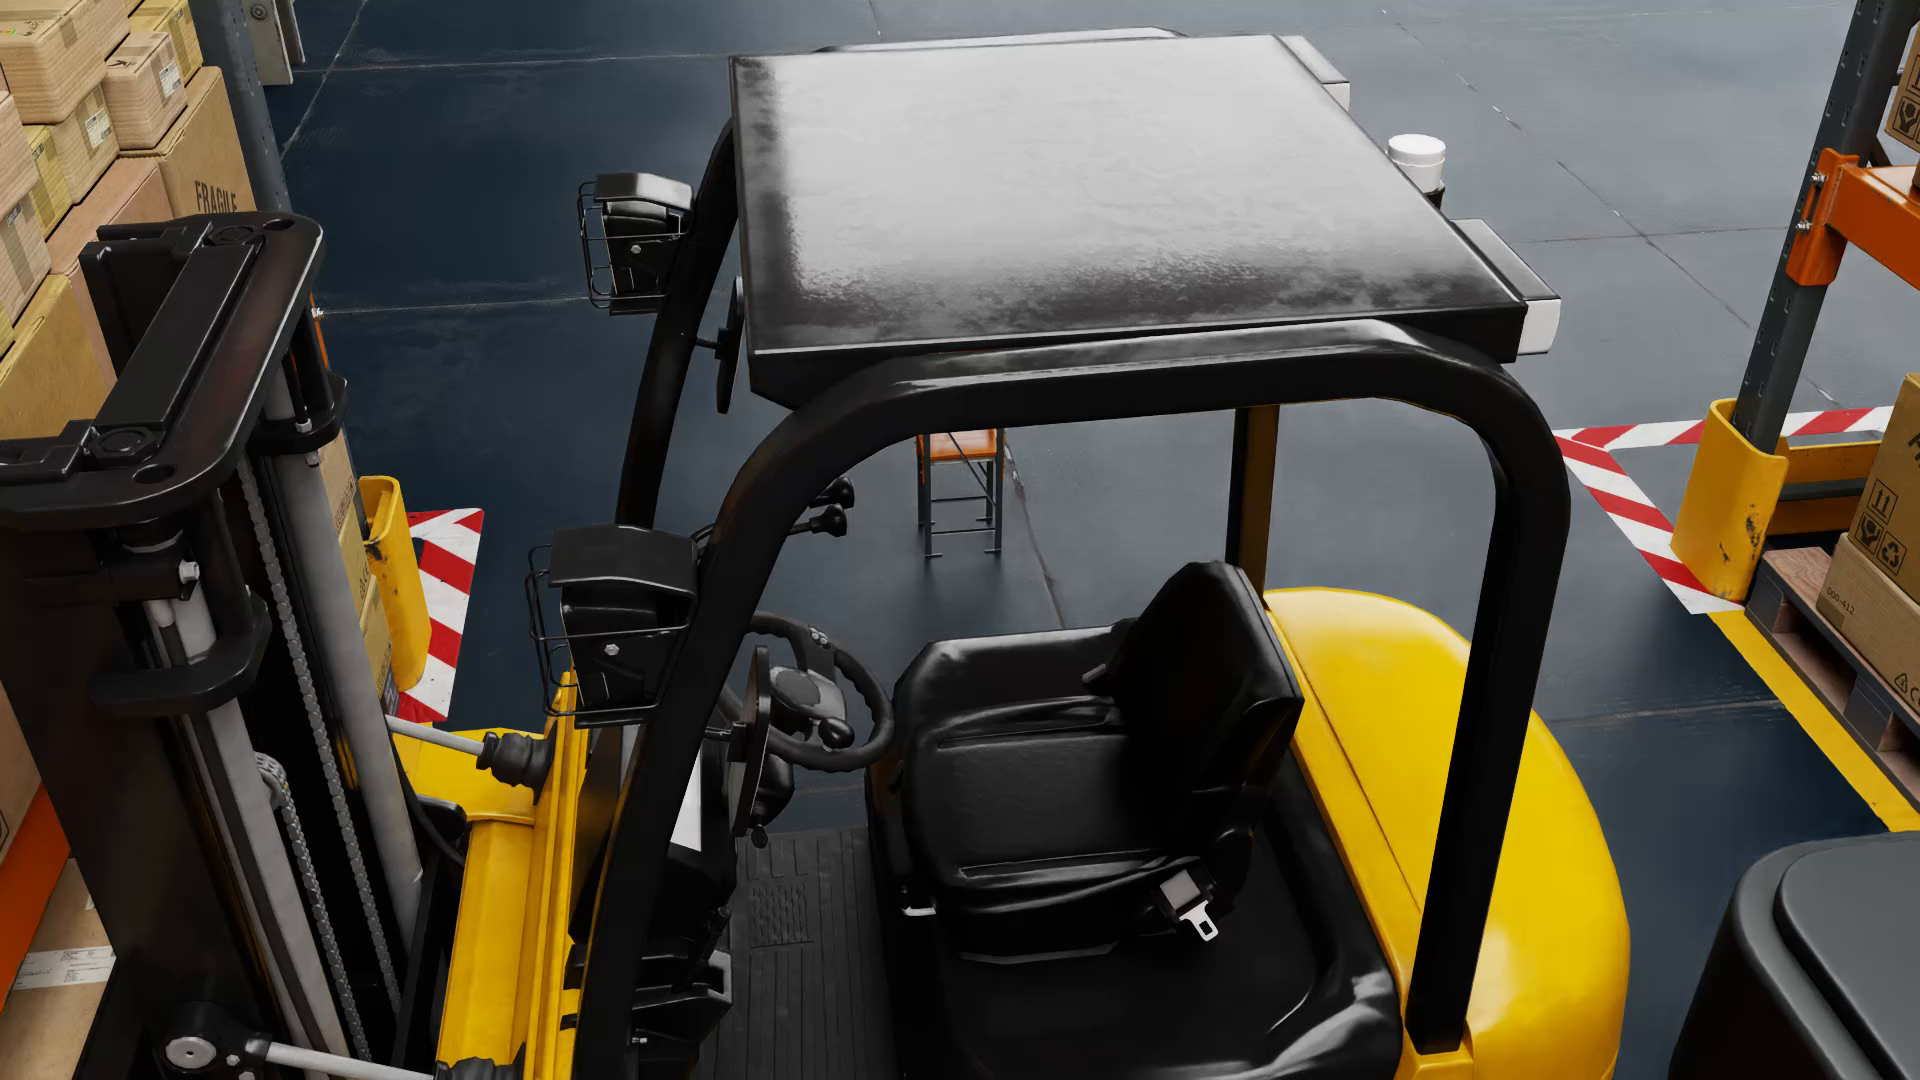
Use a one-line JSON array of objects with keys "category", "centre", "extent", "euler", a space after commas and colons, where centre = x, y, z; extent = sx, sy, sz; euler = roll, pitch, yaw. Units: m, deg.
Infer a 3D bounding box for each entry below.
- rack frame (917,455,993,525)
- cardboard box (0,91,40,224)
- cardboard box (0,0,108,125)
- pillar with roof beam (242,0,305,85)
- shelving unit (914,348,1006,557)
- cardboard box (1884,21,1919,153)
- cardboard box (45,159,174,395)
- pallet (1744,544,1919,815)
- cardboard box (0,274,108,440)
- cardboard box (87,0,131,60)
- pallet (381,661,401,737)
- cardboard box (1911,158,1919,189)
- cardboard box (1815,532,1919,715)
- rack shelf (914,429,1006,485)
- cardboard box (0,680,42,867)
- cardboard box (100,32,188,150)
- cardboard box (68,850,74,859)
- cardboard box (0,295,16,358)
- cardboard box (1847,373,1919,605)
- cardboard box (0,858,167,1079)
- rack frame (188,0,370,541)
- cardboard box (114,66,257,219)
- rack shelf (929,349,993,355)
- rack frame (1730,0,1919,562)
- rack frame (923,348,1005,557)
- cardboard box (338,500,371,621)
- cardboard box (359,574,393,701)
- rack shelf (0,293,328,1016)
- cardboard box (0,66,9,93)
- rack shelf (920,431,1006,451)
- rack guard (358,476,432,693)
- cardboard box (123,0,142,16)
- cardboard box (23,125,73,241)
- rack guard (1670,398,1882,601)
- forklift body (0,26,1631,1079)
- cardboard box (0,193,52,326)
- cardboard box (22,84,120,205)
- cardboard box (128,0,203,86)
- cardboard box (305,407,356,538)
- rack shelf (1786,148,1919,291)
[{"category": "rack frame", "centre": [-0.014, -0.555, 4.999], "extent": [0.240, 1.200, 0.006], "euler": [-4, 35, -6]}, {"category": "cardboard box", "centre": [-1.618, -0.544, 2.455], "extent": [0.380, 0.149, 0.250], "euler": [-4, 34, -5]}, {"category": "cardboard box", "centre": [-1.723, -0.825, 2.868], "extent": [0.380, 0.149, 0.250], "euler": [-4, 34, -5]}, {"category": "pillar with roof beam", "centre": [0.553, -6.552, 6.874], "extent": [9.100, 9.000, 0.400], "euler": [-4, 35, -6]}, {"category": "shelving unit", "centre": [-0.002, -0.504, 4.924], "extent": [0.258, 1.200, 0.189], "euler": [-4, 35, -6]}, {"category": "cardboard box", "centre": [2.601, -1.113, 3.866], "extent": [0.500, 0.500, 0.500], "euler": [-5, 35, -7]}, {"category": "cardboard box", "centre": [-1.719, -0.352, 3.015], "extent": [0.500, 0.500, 0.500], "euler": [-3, 34, -5]}, {"category": "pallet", "centre": [2.896, 0.417, 4.451], "extent": [1.003, 0.211, 1.213], "euler": [-4, 35, -6]}, {"category": "cardboard box", "centre": [-1.650, -0.066, 2.595], "extent": [0.500, 0.500, 0.500], "euler": [-5, 35, -7]}, {"category": "cardboard box", "centre": [-1.785, -0.969, 3.079], "extent": [0.380, 0.149, 0.250], "euler": [-4, 35, -6]}, {"category": "pallet", "centre": [-1.962, 0.720, 4.006], "extent": [1.003, 0.211, 1.213], "euler": [-4, 35, -6]}, {"category": "cardboard box", "centre": [2.653, -0.925, 4.167], "extent": [0.380, 0.149, 0.250], "euler": [-4, 35, -6]}, {"category": "cardboard box", "centre": [2.646, 0.200, 4.362], "extent": [0.500, 0.250, 0.500], "euler": [-5, 35, -7]}, {"category": "rack shelf", "centre": [-0.002, -0.269, 5.084], "extent": [0.258, 0.103, 0.180], "euler": [-4, 35, -6]}, {"category": "cardboard box", "centre": [-1.571, 0.213, 2.185], "extent": [0.500, 0.500, 0.500], "euler": [-4, 34, -6]}, {"category": "cardboard box", "centre": [-1.718, -0.853, 3.173], "extent": [0.380, 0.149, 0.250], "euler": [-4, 34, -6]}, {"category": "cardboard box", "centre": [-1.583, 0.492, 3.045], "extent": [0.500, 0.250, 0.500], "euler": [-4, 34, -6]}, {"category": "cardboard box", "centre": [-1.585, -0.279, 2.331], "extent": [0.380, 0.149, 0.250], "euler": [-4, 34, -6]}, {"category": "cardboard box", "centre": [2.650, -0.097, 4.131], "extent": [0.500, 0.500, 0.500], "euler": [-5, 35, -8]}, {"category": "cardboard box", "centre": [-1.522, 0.776, 2.629], "extent": [0.500, 0.250, 0.500], "euler": [-5, 35, -7]}, {"category": "rack frame", "centre": [-2.106, -0.856, 3.842], "extent": [1.000, 3.000, 0.127], "euler": [-4, 35, -6]}, {"category": "cardboard box", "centre": [-1.780, -0.643, 3.440], "extent": [0.500, 0.500, 0.500], "euler": [-5, 35, -7]}, {"category": "rack shelf", "centre": [-0.002, -0.566, 4.881], "extent": [0.258, 0.103, 0.180], "euler": [-4, 35, -6]}, {"category": "rack frame", "centre": [2.812, -1.234, 4.397], "extent": [1.000, 3.000, 0.127], "euler": [-4, 35, -6]}, {"category": "rack frame", "centre": [0.010, -0.453, 4.849], "extent": [0.240, 1.200, 0.006], "euler": [-4, 35, -6]}, {"category": "cardboard box", "centre": [-1.731, 0.148, 3.994], "extent": [0.500, 0.250, 0.500], "euler": [-5, 35, -7]}, {"category": "cardboard box", "centre": [-1.730, 0.345, 4.149], "extent": [0.500, 0.250, 0.500], "euler": [-4, 34, -6]}, {"category": "rack shelf", "centre": [-1.837, 0.557, 2.407], "extent": [1.077, 0.370, 4.000], "euler": [-4, 35, -6]}, {"category": "cardboard box", "centre": [-1.763, -0.681, 2.656], "extent": [0.380, 0.149, 0.250], "euler": [-4, 34, -6]}, {"category": "rack shelf", "centre": [-0.002, -0.368, 5.017], "extent": [0.258, 0.103, 0.180], "euler": [-4, 35, -6]}, {"category": "rack guard", "centre": [-2.109, 0.164, 4.566], "extent": [1.175, 0.500, 0.348], "euler": [-4, 35, -6]}, {"category": "cardboard box", "centre": [-1.849, -1.104, 3.278], "extent": [0.380, 0.149, 0.250], "euler": [-4, 35, -6]}, {"category": "cardboard box", "centre": [-1.722, -0.564, 2.749], "extent": [0.380, 0.149, 0.250], "euler": [-5, 35, -7]}, {"category": "rack guard", "centre": [2.822, -0.159, 5.039], "extent": [1.175, 0.500, 0.348], "euler": [-4, 35, -6]}, {"category": "forklift body", "centre": [-0.043, 0.415, 2.731], "extent": [2.313, 2.155, 1.214], "euler": [-4, 35, -6]}, {"category": "cardboard box", "centre": [-1.639, -0.419, 2.536], "extent": [0.380, 0.149, 0.250], "euler": [-5, 35, -8]}, {"category": "cardboard box", "centre": [-1.744, -0.703, 2.954], "extent": [0.380, 0.149, 0.250], "euler": [-4, 34, -5]}, {"category": "cardboard box", "centre": [-1.782, -0.993, 3.379], "extent": [0.380, 0.149, 0.250], "euler": [-4, 34, -6]}, {"category": "cardboard box", "centre": [-1.735, -0.073, 3.874], "extent": [0.500, 0.250, 0.500], "euler": [-3, 34, -5]}, {"category": "rack shelf", "centre": [3.081, 0.179, 2.962], "extent": [1.077, 0.370, 4.000], "euler": [-4, 35, -6]}]
